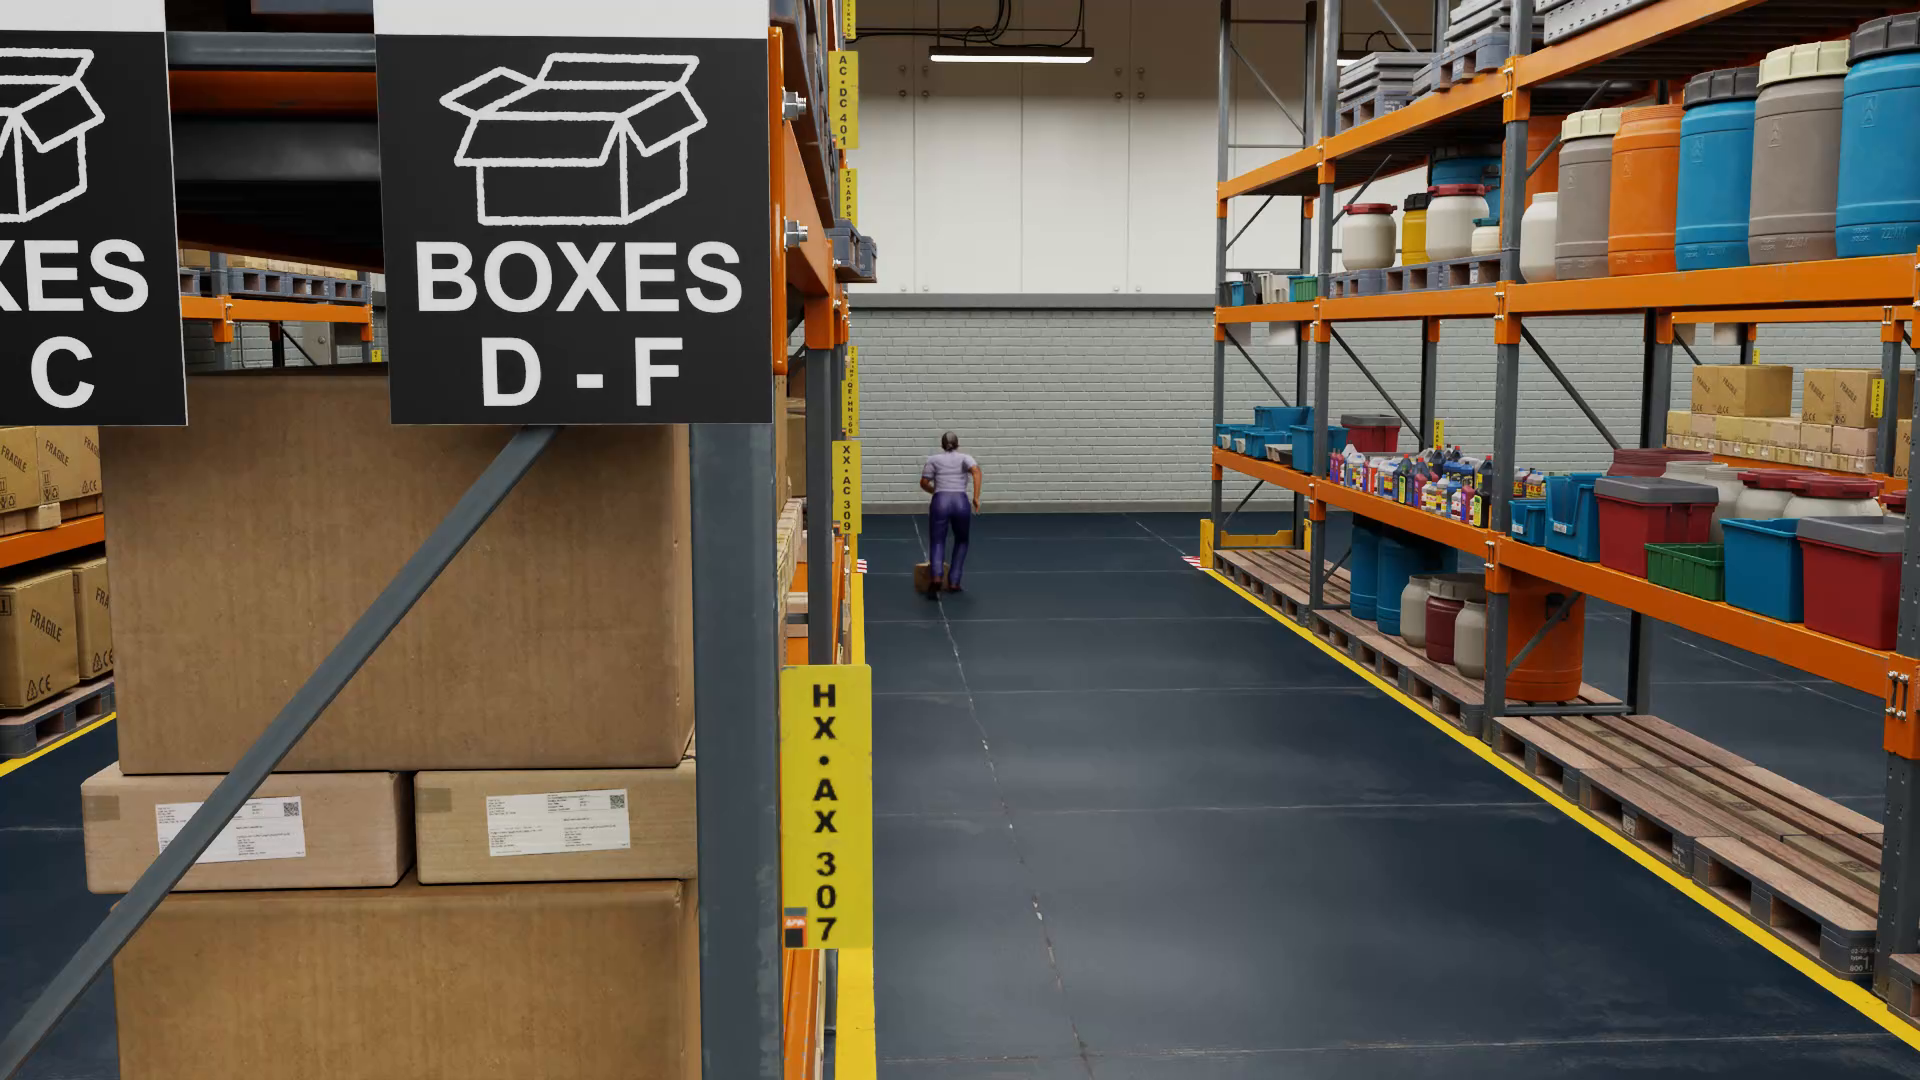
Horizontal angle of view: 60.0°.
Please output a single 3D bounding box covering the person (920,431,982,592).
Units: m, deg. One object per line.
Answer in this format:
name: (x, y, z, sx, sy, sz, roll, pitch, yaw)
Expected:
person: (-0.089, -0.255, 16.251, 0.595, 1.583, 0.891, 0, 7, -3)
